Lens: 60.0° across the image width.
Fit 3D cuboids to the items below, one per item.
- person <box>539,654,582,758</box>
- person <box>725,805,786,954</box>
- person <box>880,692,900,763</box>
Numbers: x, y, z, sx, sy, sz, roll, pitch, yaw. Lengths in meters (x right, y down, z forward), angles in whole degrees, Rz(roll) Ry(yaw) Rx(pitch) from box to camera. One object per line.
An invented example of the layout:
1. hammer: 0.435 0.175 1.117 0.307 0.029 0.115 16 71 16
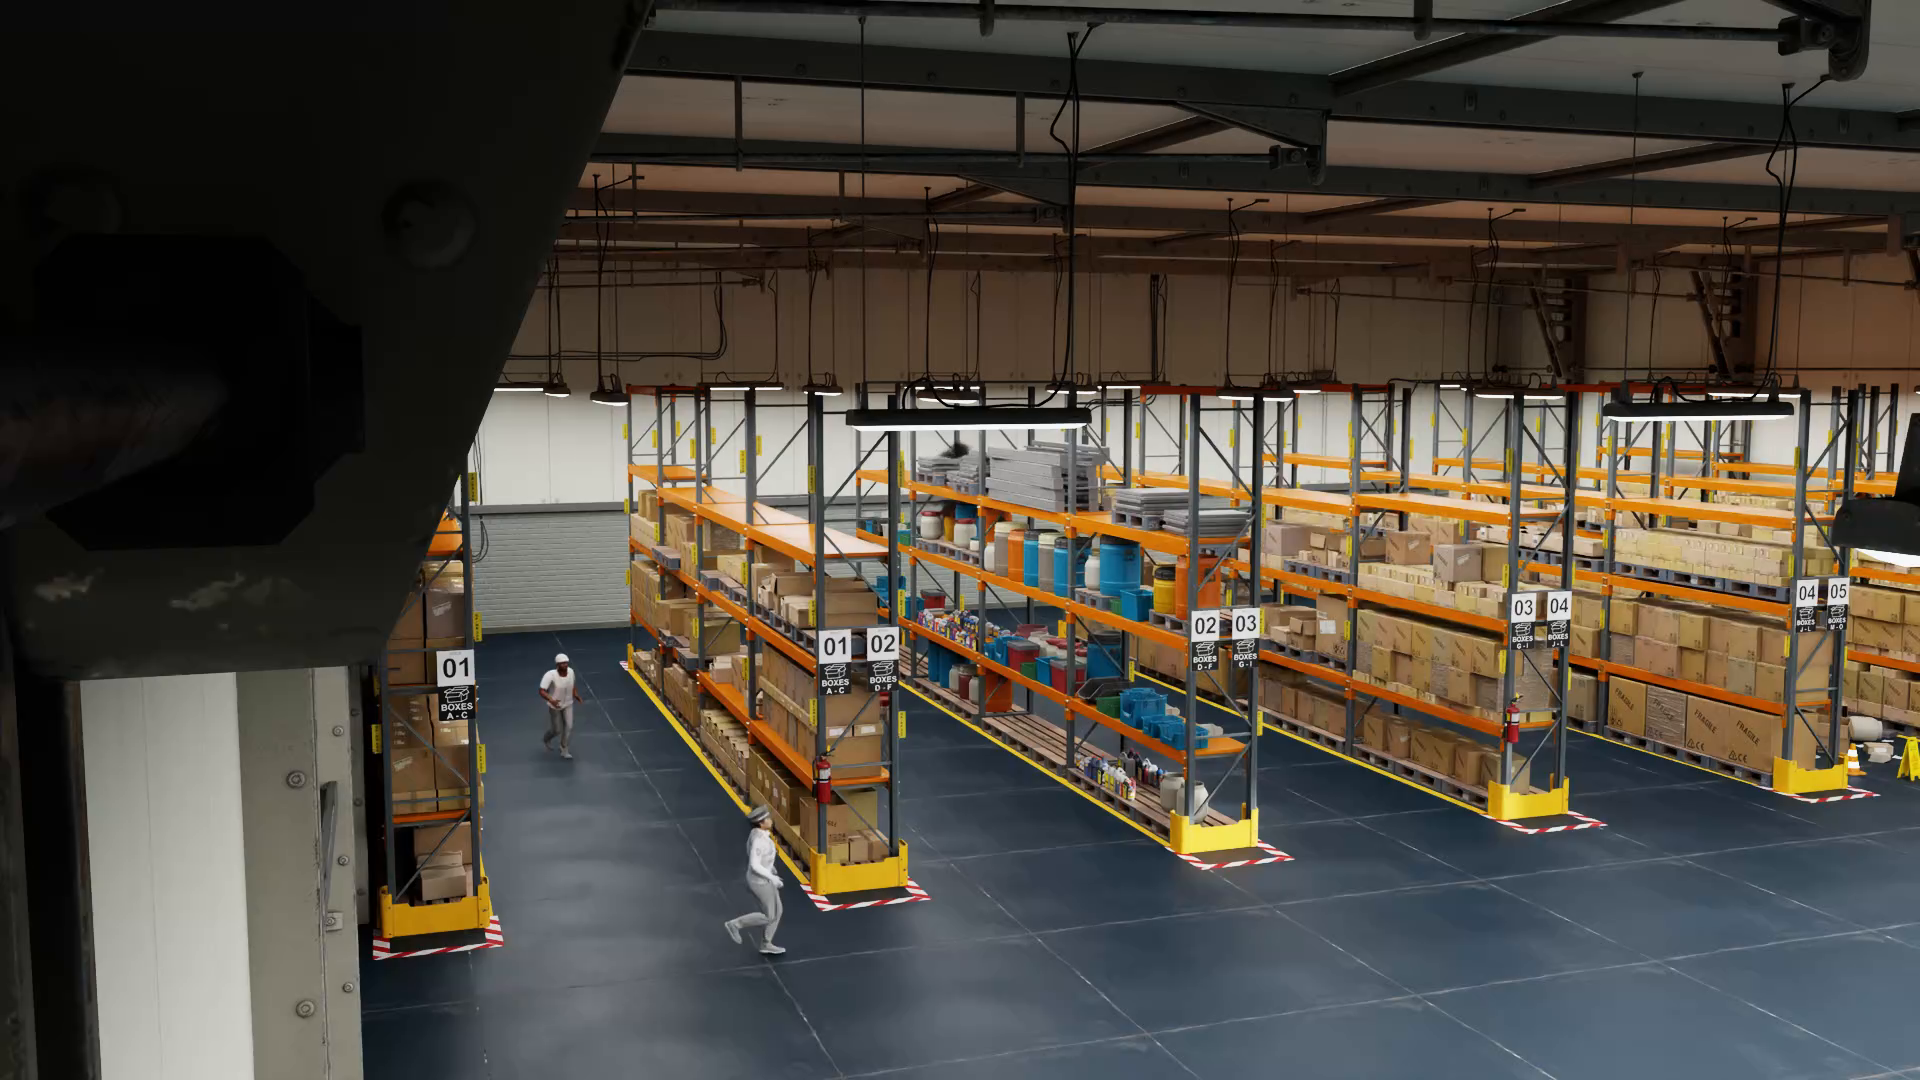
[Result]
1. person: -6.580 2.683 27.156 0.702 1.715 0.768 -5 8 -40
2. person: -2.216 3.672 17.942 0.652 1.651 0.600 -1 6 -5
3. person: -1.251 2.757 26.731 0.668 1.698 0.987 -5 8 -38
